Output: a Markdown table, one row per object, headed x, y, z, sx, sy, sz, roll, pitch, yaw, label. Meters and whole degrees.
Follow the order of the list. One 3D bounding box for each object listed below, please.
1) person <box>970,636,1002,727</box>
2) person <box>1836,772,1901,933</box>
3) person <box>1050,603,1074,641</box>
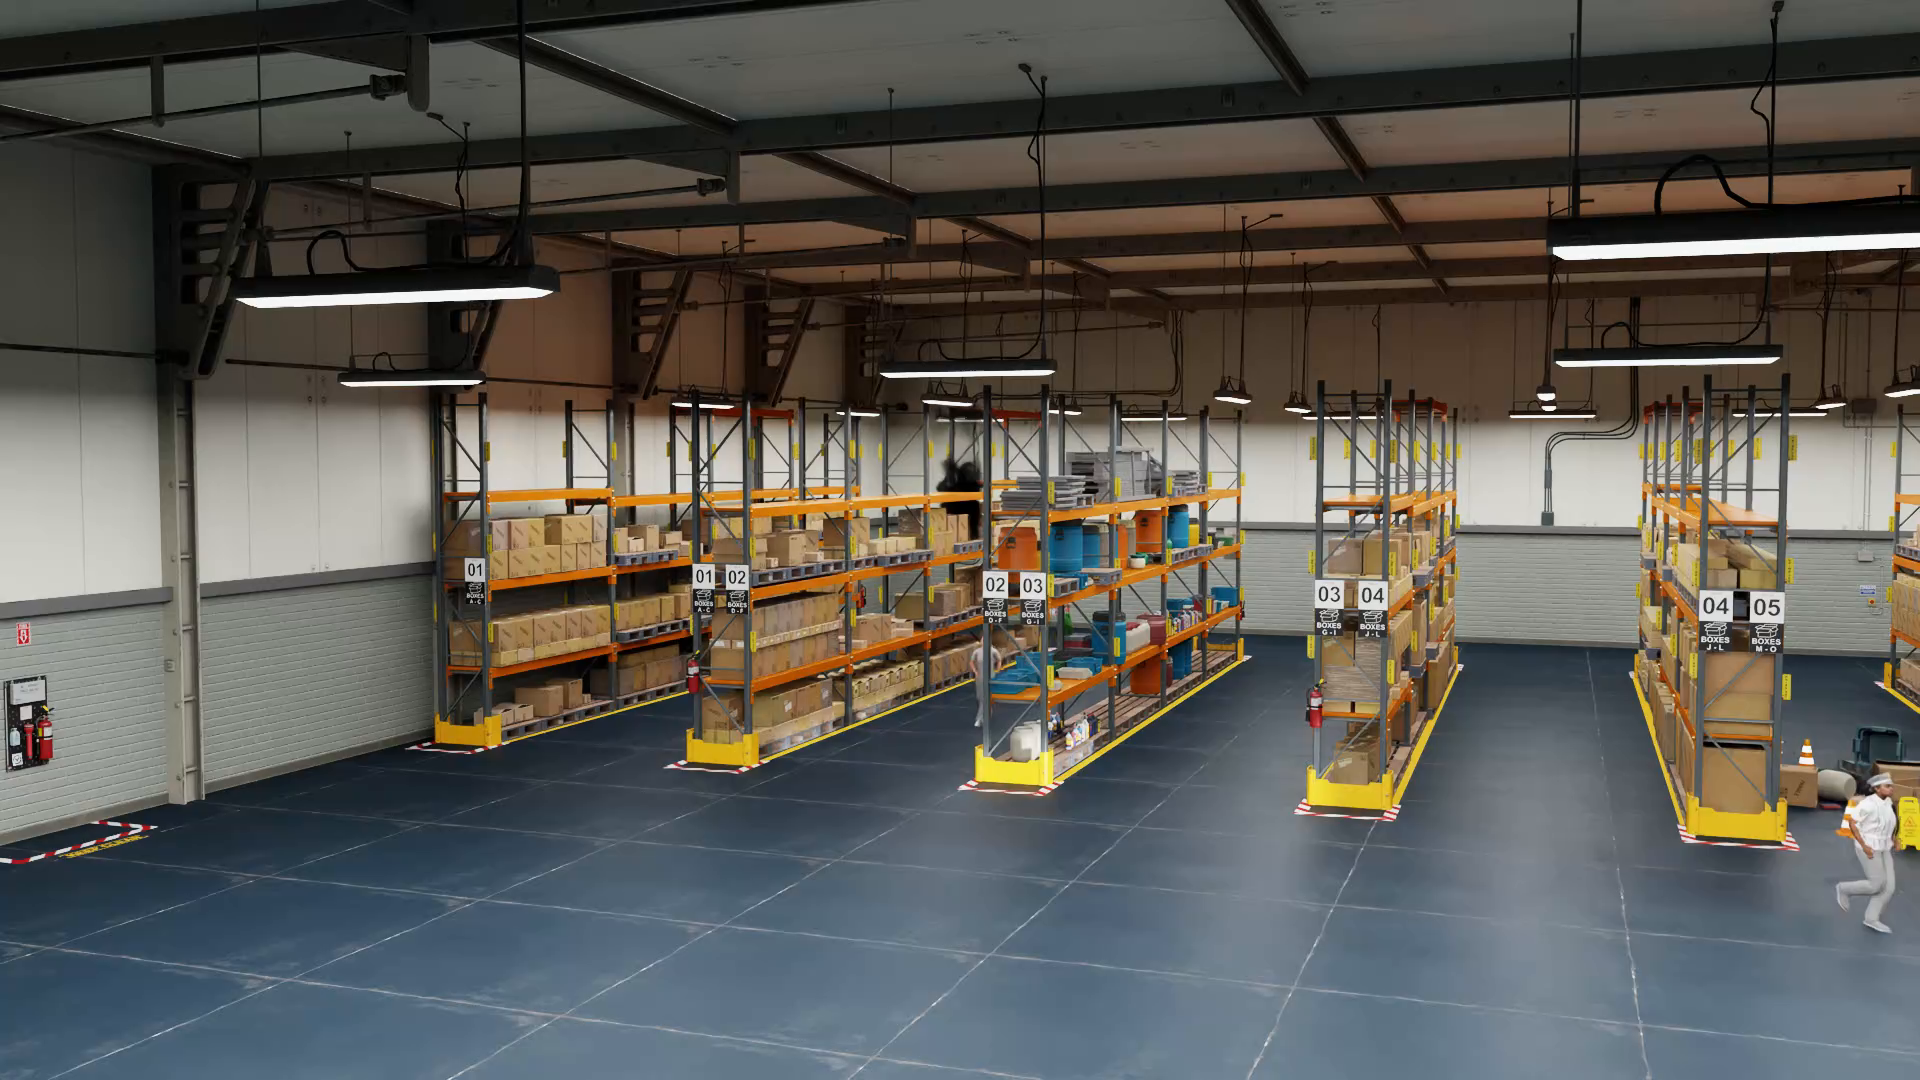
| x | y | z | sx | sy | sz | roll | pitch | yaw | label |
| --- | --- | --- | --- | --- | --- | --- | --- | --- | --- |
| 0.474 | 2.558 | 30.569 | 0.588 | 1.659 | 0.901 | 1 | 3 | 13 | person |
| 9.600 | 3.250 | 17.551 | 0.594 | 1.665 | 0.579 | -2 | 4 | -32 | person |
| 2.647 | 1.882 | 42.252 | 0.906 | 1.726 | 0.726 | 2 | 4 | 36 | person |
